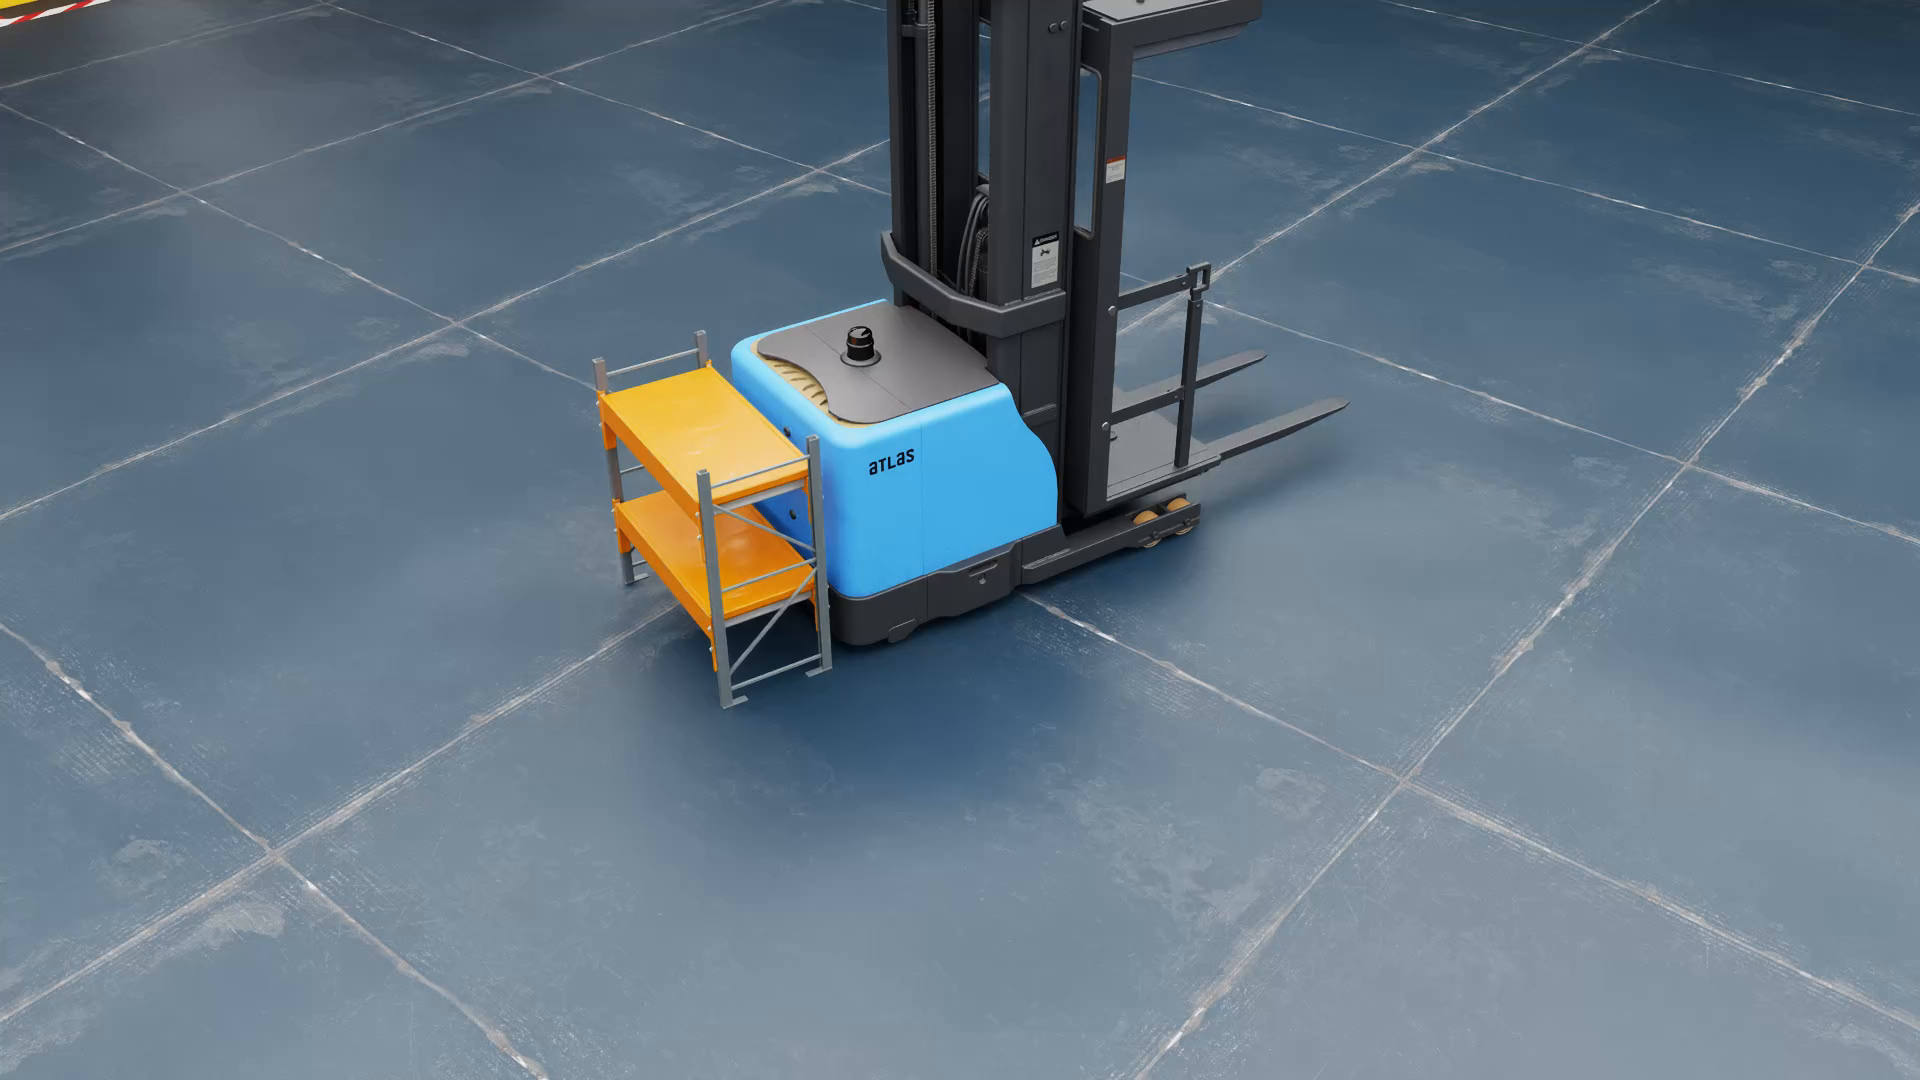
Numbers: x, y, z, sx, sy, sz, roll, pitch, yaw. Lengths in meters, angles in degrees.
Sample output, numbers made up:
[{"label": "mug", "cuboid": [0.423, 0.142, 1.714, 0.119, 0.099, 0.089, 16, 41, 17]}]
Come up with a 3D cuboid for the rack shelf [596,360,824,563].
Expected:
[{"label": "rack shelf", "cuboid": [-1.025, -0.343, 6.738, 0.538, 0.278, 1.000, -19, 39, -26]}]

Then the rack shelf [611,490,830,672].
[{"label": "rack shelf", "cuboid": [-1.025, 0.100, 7.043, 0.538, 0.278, 1.000, -19, 39, -26]}]

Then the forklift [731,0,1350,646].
[{"label": "forklift", "cuboid": [0.519, -1.403, 7.204, 3.031, 2.935, 1.130, -21, 39, -27]}]

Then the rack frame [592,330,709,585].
[{"label": "rack frame", "cuboid": [-1.294, -0.345, 7.259, 0.500, 1.125, 0.032, -19, 39, -26]}]

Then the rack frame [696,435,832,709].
[{"label": "rack frame", "cuboid": [-0.755, 0.143, 6.549, 0.500, 1.125, 0.032, -19, 39, -26]}]

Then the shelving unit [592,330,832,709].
[{"label": "shelving unit", "cuboid": [-1.025, -0.101, 6.904, 0.538, 1.125, 1.048, -19, 39, -26]}]
